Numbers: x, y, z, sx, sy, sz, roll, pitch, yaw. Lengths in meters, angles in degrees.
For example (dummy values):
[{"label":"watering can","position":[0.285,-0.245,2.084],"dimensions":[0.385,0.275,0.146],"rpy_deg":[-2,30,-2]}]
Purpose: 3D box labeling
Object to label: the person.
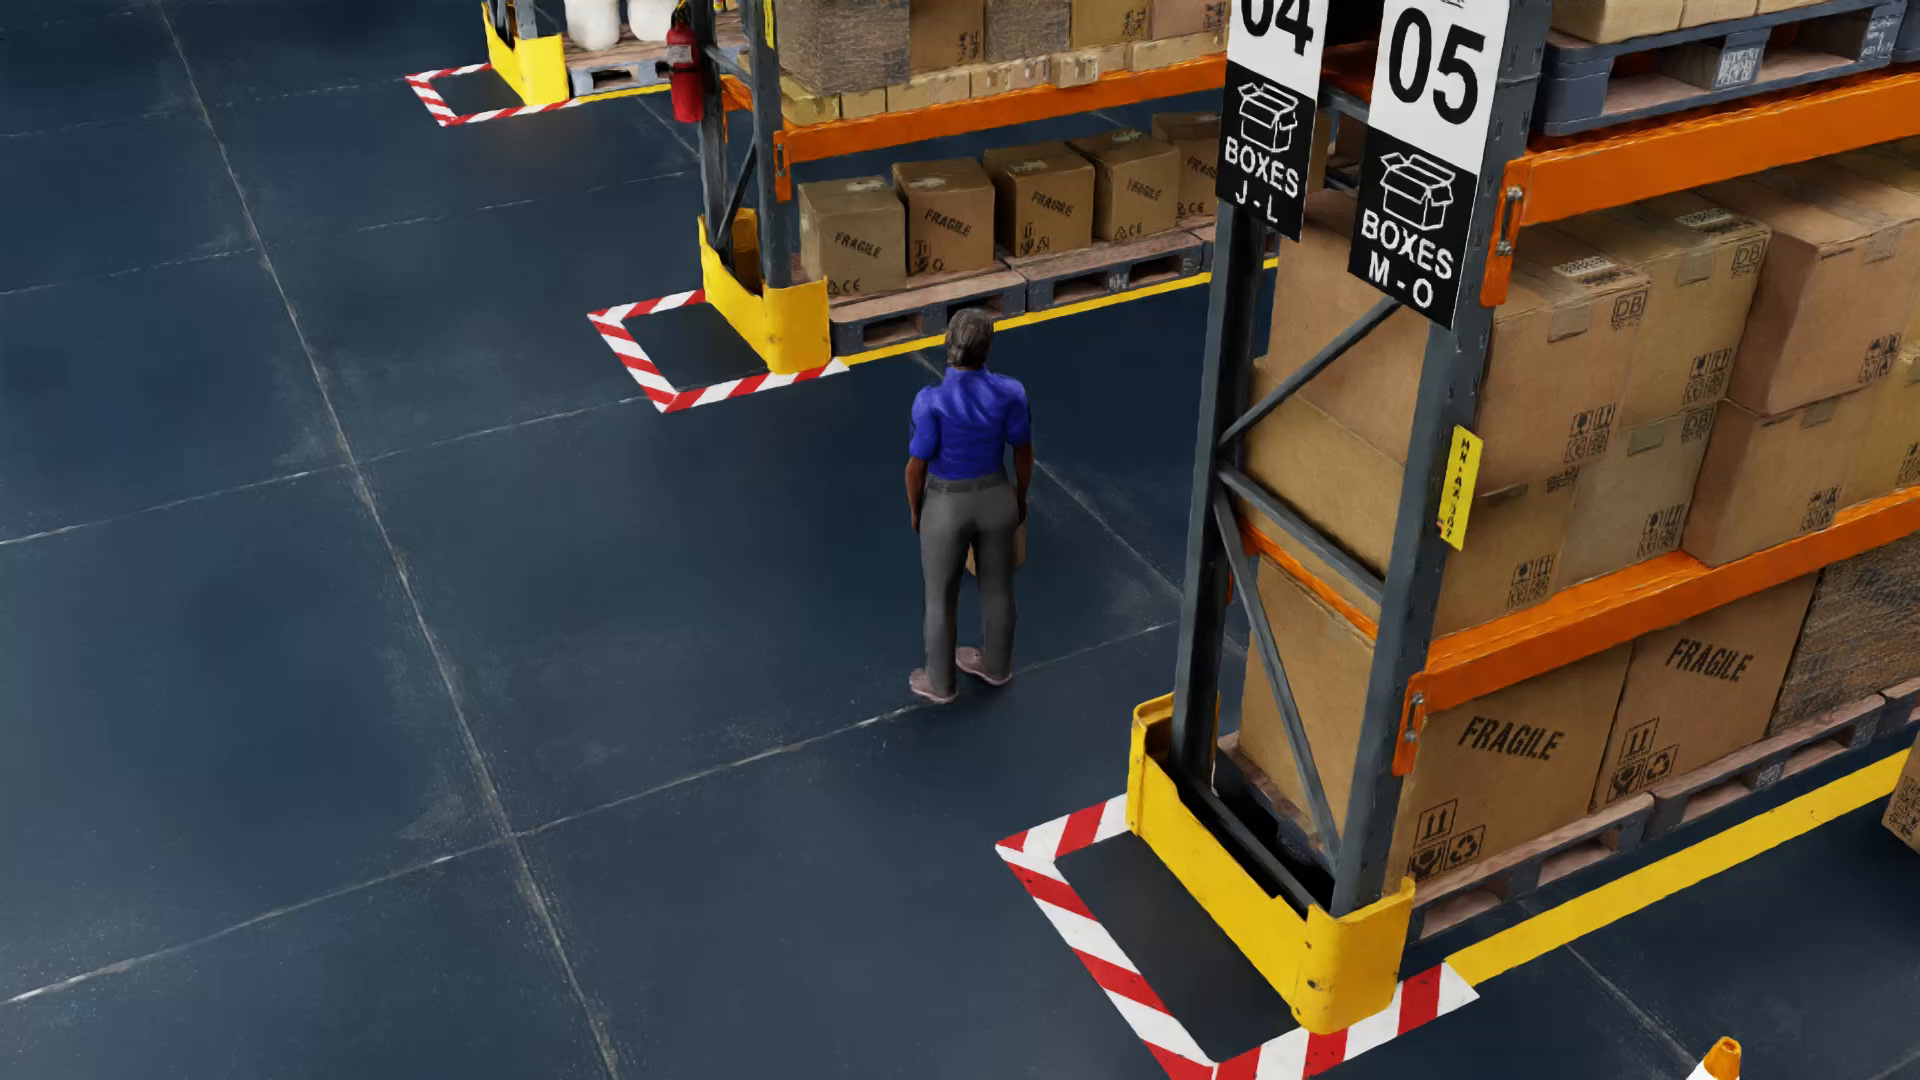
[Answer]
[{"label":"person","position":[0.026,-0.106,6.297],"dimensions":[0.500,1.700,0.374],"rpy_deg":[-9,34,-13]}]
